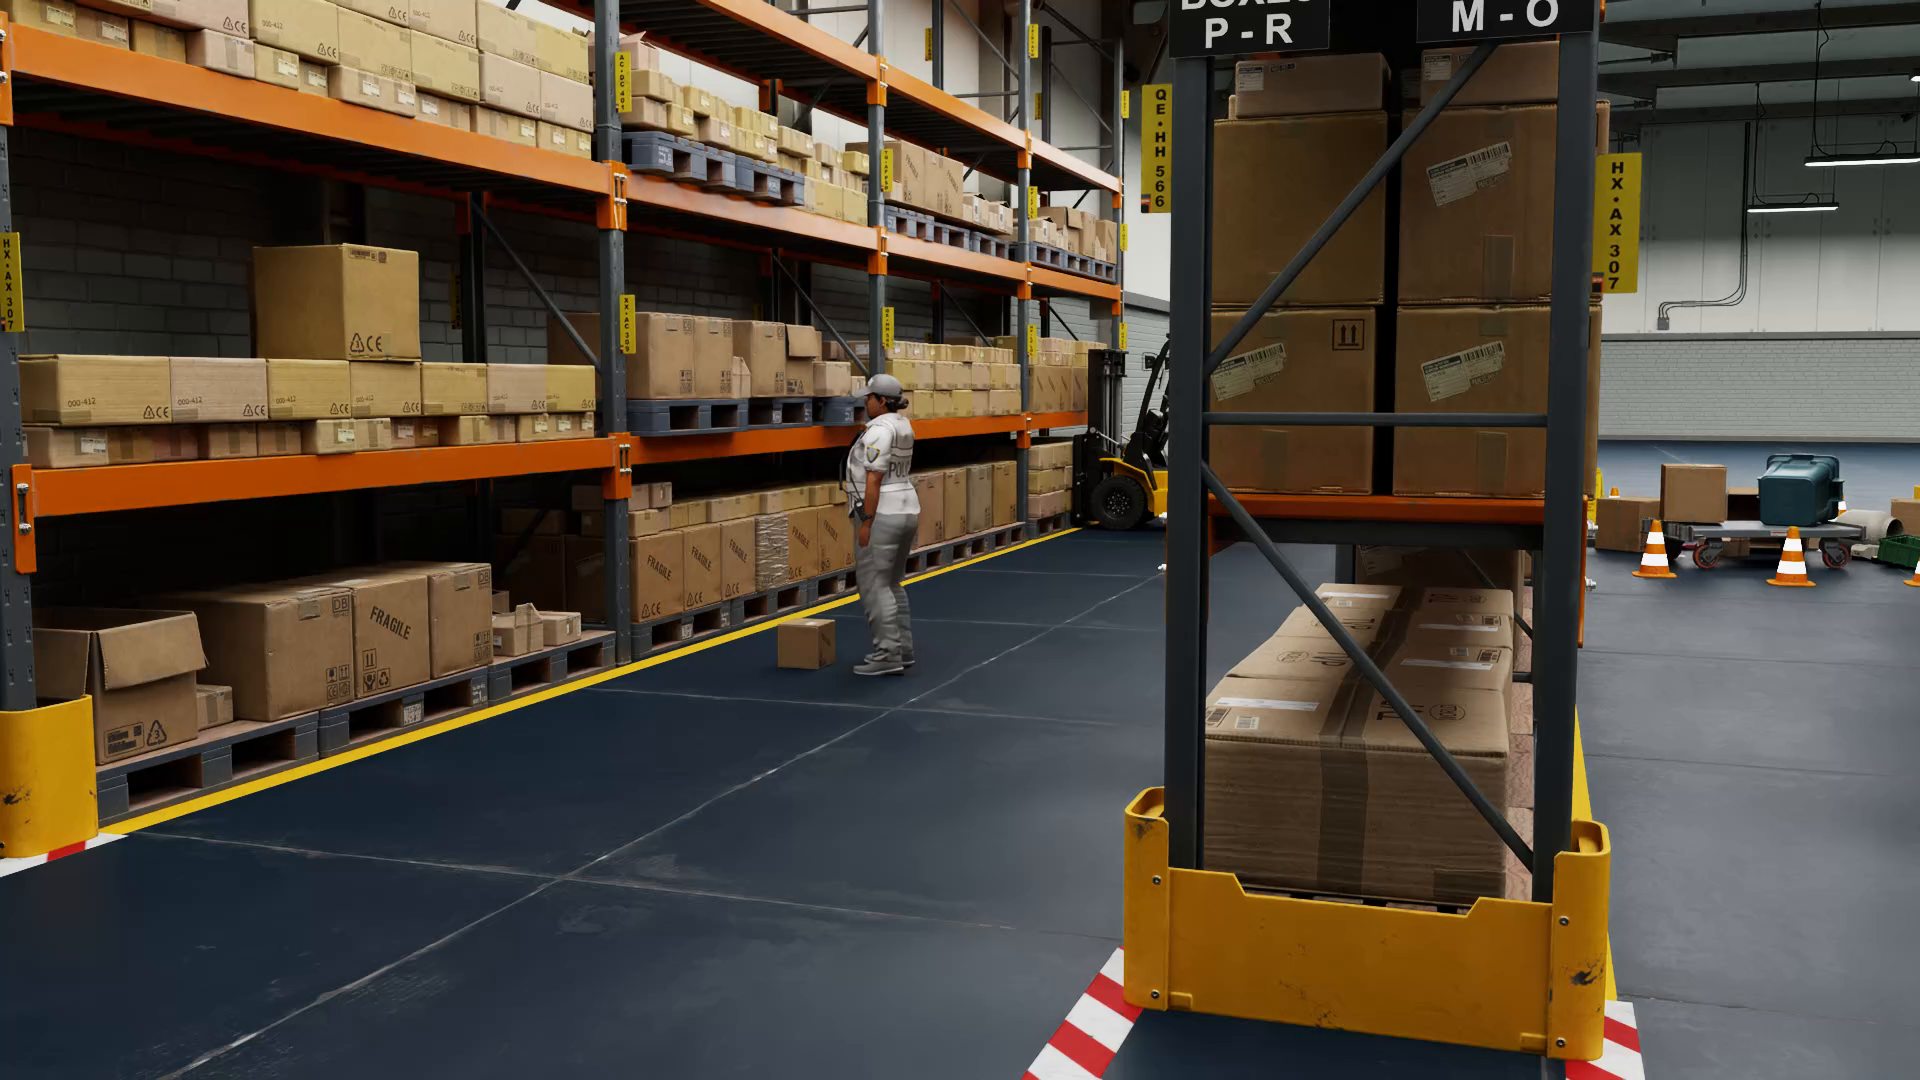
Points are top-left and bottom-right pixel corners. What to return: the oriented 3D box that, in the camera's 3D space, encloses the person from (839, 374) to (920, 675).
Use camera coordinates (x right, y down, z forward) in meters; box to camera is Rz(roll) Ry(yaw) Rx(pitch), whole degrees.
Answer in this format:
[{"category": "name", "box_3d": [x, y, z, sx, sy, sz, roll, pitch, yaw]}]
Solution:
[{"category": "person", "box_3d": [-0.440, -0.088, 9.273, 0.391, 1.669, 0.464, 2, 6, 20]}]
